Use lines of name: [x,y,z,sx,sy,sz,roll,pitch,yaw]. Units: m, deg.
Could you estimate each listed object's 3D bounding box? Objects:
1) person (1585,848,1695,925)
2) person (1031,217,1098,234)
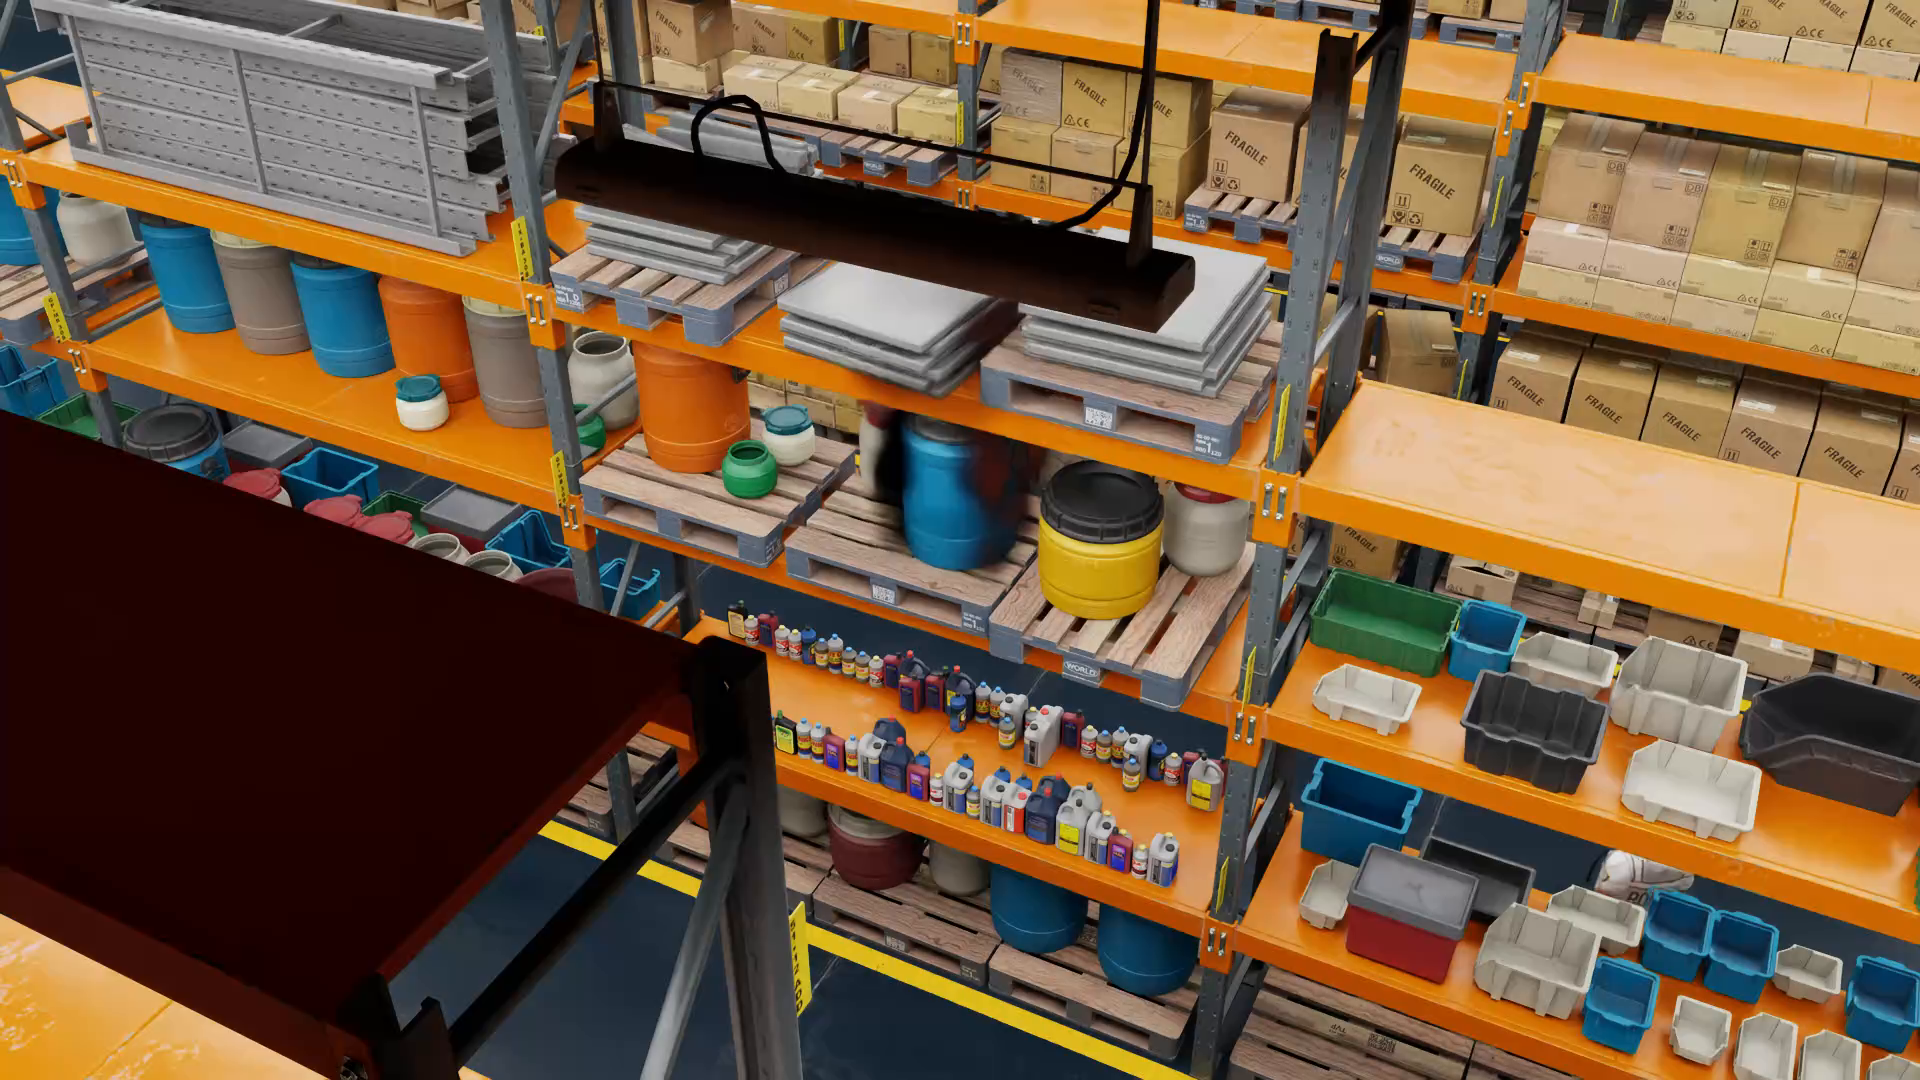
person: [3.739,2.121,9.305,0.561,1.766,0.446,-4,35,-5]
person: [1.103,-3.234,16.960,0.577,1.829,0.646,-29,44,-34]
